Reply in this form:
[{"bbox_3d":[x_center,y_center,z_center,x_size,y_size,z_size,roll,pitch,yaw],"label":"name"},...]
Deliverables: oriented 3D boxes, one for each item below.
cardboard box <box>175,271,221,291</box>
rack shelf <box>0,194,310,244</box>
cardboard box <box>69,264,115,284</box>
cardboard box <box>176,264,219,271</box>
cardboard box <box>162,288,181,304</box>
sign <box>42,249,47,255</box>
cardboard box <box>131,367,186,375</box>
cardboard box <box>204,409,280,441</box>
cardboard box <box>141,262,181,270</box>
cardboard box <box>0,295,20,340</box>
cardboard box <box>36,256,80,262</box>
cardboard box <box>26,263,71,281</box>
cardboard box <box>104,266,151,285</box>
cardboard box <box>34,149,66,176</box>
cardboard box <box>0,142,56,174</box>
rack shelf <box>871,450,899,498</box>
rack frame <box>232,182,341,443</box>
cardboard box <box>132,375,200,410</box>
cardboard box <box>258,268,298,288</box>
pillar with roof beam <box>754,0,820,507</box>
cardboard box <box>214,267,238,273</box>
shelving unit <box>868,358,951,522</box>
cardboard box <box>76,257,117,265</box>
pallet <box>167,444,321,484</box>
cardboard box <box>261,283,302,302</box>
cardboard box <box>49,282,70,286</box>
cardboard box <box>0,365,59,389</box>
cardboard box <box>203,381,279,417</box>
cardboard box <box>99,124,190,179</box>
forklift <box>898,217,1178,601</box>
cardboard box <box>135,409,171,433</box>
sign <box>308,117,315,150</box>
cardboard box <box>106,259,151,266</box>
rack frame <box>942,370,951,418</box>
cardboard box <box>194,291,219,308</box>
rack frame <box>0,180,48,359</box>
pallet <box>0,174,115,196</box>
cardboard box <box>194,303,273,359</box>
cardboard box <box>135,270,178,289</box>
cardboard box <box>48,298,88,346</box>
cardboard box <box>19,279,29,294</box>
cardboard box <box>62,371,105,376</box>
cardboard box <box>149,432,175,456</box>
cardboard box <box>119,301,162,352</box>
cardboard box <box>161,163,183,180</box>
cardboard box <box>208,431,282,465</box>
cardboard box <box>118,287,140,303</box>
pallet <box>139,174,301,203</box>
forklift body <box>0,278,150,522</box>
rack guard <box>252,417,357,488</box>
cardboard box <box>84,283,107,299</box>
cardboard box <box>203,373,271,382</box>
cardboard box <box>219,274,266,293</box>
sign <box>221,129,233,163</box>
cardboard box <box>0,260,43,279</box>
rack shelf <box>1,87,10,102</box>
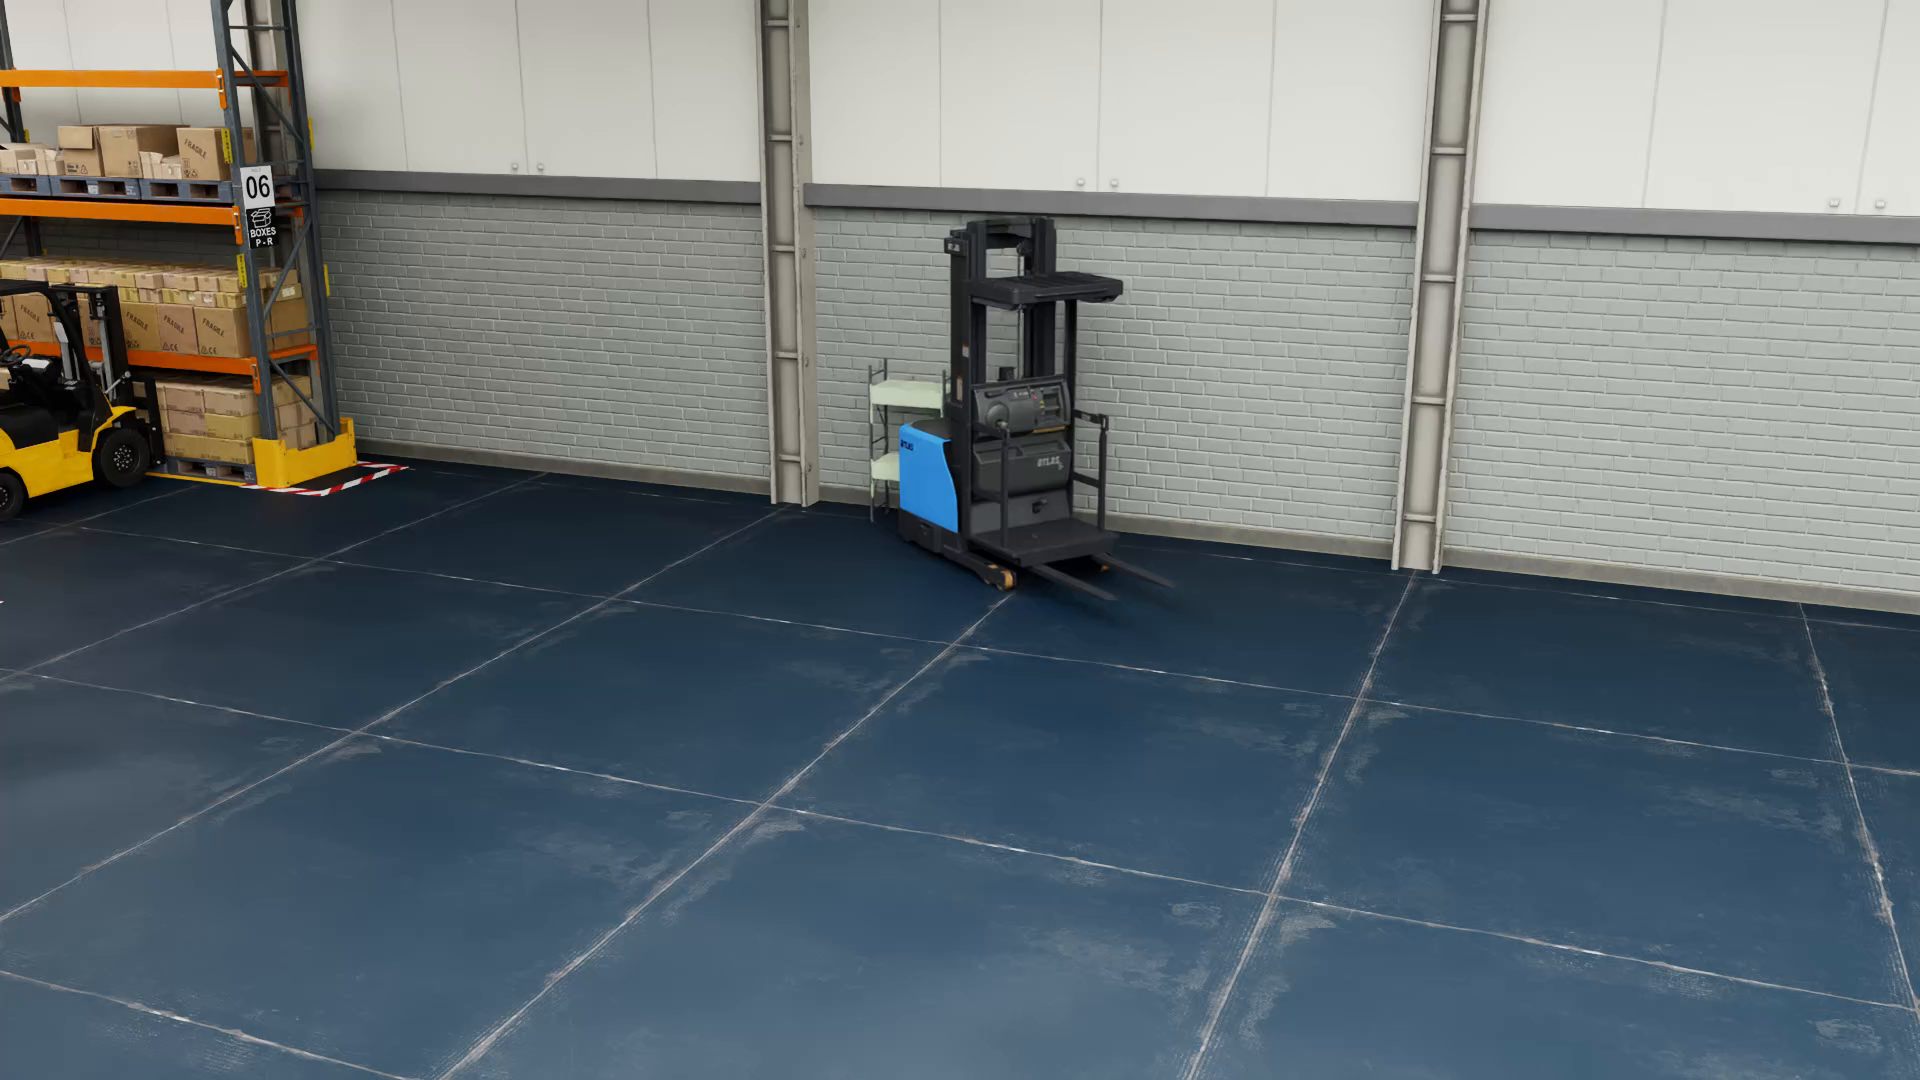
[{"bbox_3d":[-7.800,-2.655,17.061,0.250,0.149,0.380,7,17,22],"label":"cardboard box"},{"bbox_3d":[-8.756,-3.433,17.529,4.000,0.370,1.077,6,17,21],"label":"rack shelf"},{"bbox_3d":[-9.201,-2.824,17.645,0.250,0.149,0.380,6,17,20],"label":"cardboard box"},{"bbox_3d":[-8.090,-2.834,17.679,0.250,0.149,0.380,7,18,22],"label":"cardboard box"},{"bbox_3d":[-8.015,-2.545,17.217,0.250,0.149,0.380,6,17,20],"label":"cardboard box"},{"bbox_3d":[-10.414,-3.140,18.916,0.005,0.325,0.100,6,17,21],"label":"sign"},{"bbox_3d":[-8.674,-1.751,18.211,0.500,0.250,0.500,6,17,20],"label":"cardboard box"},{"bbox_3d":[-7.463,-1.223,17.289,0.500,0.250,0.500,6,17,20],"label":"cardboard box"},{"bbox_3d":[-8.558,-2.891,17.876,0.250,0.149,0.380,6,17,21],"label":"cardboard box"},{"bbox_3d":[-10.299,-2.477,18.148,0.500,0.500,0.500,6,17,19],"label":"cardboard box"},{"bbox_3d":[-9.990,-3.054,18.438,0.250,0.149,0.380,6,17,19],"label":"cardboard box"},{"bbox_3d":[-9.710,-2.855,17.752,0.250,0.149,0.380,7,17,22],"label":"cardboard box"},{"bbox_3d":[-8.735,-2.773,17.469,0.250,0.149,0.380,7,17,21],"label":"cardboard box"},{"bbox_3d":[-9.347,-3.938,17.285,0.258,0.266,0.396,6,17,19],"label":"cardboard box"},{"bbox_3d":[-9.932,-4.042,17.562,0.500,0.311,0.500,7,17,22],"label":"cardboard box"},{"bbox_3d":[-0.426,-0.597,15.710,0.720,0.370,0.431,6,17,20],"label":"rack shelf"},{"bbox_3d":[-6.895,-2.133,17.142,0.127,3.000,1.000,6,17,21],"label":"rack frame"},{"bbox_3d":[-8.388,-1.561,17.555,0.500,0.250,0.500,7,17,21],"label":"cardboard box"},{"bbox_3d":[-7.129,-2.725,17.305,0.250,0.149,0.380,6,17,20],"label":"cardboard box"},{"bbox_3d":[-3.210,-3.589,11.396,0.400,9.000,9.100,6,17,21],"label":"pillar with roof beam"},{"bbox_3d":[-7.611,-2.784,17.508,0.250,0.149,0.380,7,17,22],"label":"cardboard box"},{"bbox_3d":[-0.426,-0.910,15.619,0.755,1.500,0.431,6,17,20],"label":"shelving unit"},{"bbox_3d":[-9.483,-3.021,18.324,0.250,0.149,0.380,6,17,20],"label":"cardboard box"},{"bbox_3d":[-7.622,-0.862,17.763,1.213,0.211,1.003,6,17,21],"label":"pallet"},{"bbox_3d":[-7.116,-2.595,17.389,0.250,0.149,0.380,6,17,19],"label":"cardboard box"},{"bbox_3d":[-9.476,-2.684,17.696,0.250,0.149,0.380,6,17,20],"label":"cardboard box"},{"bbox_3d":[-10.281,-1.773,18.286,0.500,0.250,0.500,6,17,20],"label":"cardboard box"},{"bbox_3d":[-7.438,-1.461,17.211,0.500,0.250,0.500,7,18,22],"label":"cardboard box"},{"bbox_3d":[-8.313,-3.984,17.026,0.500,0.500,0.700,6,17,21],"label":"cardboard box"},{"bbox_3d":[0.641,-1.139,13.838,1.130,2.935,3.031,-10,19,-30],"label":"forklift"},{"bbox_3d":[-8.413,-1.325,17.639,0.500,0.250,0.500,6,17,19],"label":"cardboard box"},{"bbox_3d":[-6.686,-4.175,17.085,0.005,0.325,0.100,6,17,21],"label":"sign"},{"bbox_3d":[-9.029,-2.951,18.083,0.250,0.149,0.380,6,17,20],"label":"cardboard box"},{"bbox_3d":[-0.083,-0.875,15.496,0.023,1.500,0.400,6,17,20],"label":"rack frame"},{"bbox_3d":[-7.569,-2.474,16.973,0.250,0.149,0.380,7,17,22],"label":"cardboard box"},{"bbox_3d":[-10.616,-2.543,18.551,0.127,3.000,1.000,6,17,21],"label":"rack frame"},{"bbox_3d":[-9.813,-3.860,17.868,1.213,0.211,1.003,6,17,21],"label":"pallet"},{"bbox_3d":[-7.449,-2.164,17.067,0.500,0.500,0.500,6,17,19],"label":"cardboard box"},{"bbox_3d":[-8.287,-2.697,17.208,0.250,0.149,0.380,7,18,22],"label":"cardboard box"},{"bbox_3d":[-9.337,-2.377,17.802,0.500,0.500,0.500,6,17,20],"label":"cardboard box"},{"bbox_3d":[-9.922,-2.756,17.943,0.250,0.149,0.380,6,17,21],"label":"cardboard box"},{"bbox_3d":[-9.342,-1.670,17.932,0.500,0.250,0.500,7,18,23],"label":"cardboard box"},{"bbox_3d":[-8.369,-1.088,17.718,0.500,0.250,0.500,6,17,21],"label":"cardboard box"},{"bbox_3d":[-8.405,-2.271,17.438,0.500,0.500,0.500,6,17,20],"label":"cardboard box"},{"bbox_3d":[-7.777,-3.709,16.707,0.250,0.149,0.380,6,17,19],"label":"cardboard box"},{"bbox_3d":[-7.448,-0.981,17.350,0.500,0.250,0.500,6,17,21],"label":"cardboard box"},{"bbox_3d":[-8.523,-2.581,17.340,0.250,0.149,0.380,6,17,21],"label":"cardboard box"},{"bbox_3d":[-7.543,-3.610,17.008,1.213,0.211,1.003,6,17,21],"label":"pallet"},{"bbox_3d":[-9.329,-1.447,16.299,1.214,2.155,2.313,6,17,21],"label":"forklift body"},{"bbox_3d":[-6.873,-0.930,17.482,0.348,0.500,1.175,6,17,21],"label":"rack guard"},{"bbox_3d":[-8.985,-2.638,17.537,0.250,0.149,0.380,6,17,19],"label":"cardboard box"},{"bbox_3d":[-7.739,-1.643,17.839,0.500,0.250,0.500,6,17,21],"label":"cardboard box"},{"bbox_3d":[-7.306,-2.618,16.934,0.250,0.149,0.380,6,17,21],"label":"cardboard box"},{"bbox_3d":[-7.107,-3.822,16.131,0.005,0.325,0.100,6,17,21],"label":"sign"},{"bbox_3d":[-10.146,-2.937,18.032,0.250,0.149,0.380,7,17,21],"label":"cardboard box"},{"bbox_3d":[-12.477,-5.091,18.576,4.000,0.370,1.077,6,17,21],"label":"rack shelf"}]
